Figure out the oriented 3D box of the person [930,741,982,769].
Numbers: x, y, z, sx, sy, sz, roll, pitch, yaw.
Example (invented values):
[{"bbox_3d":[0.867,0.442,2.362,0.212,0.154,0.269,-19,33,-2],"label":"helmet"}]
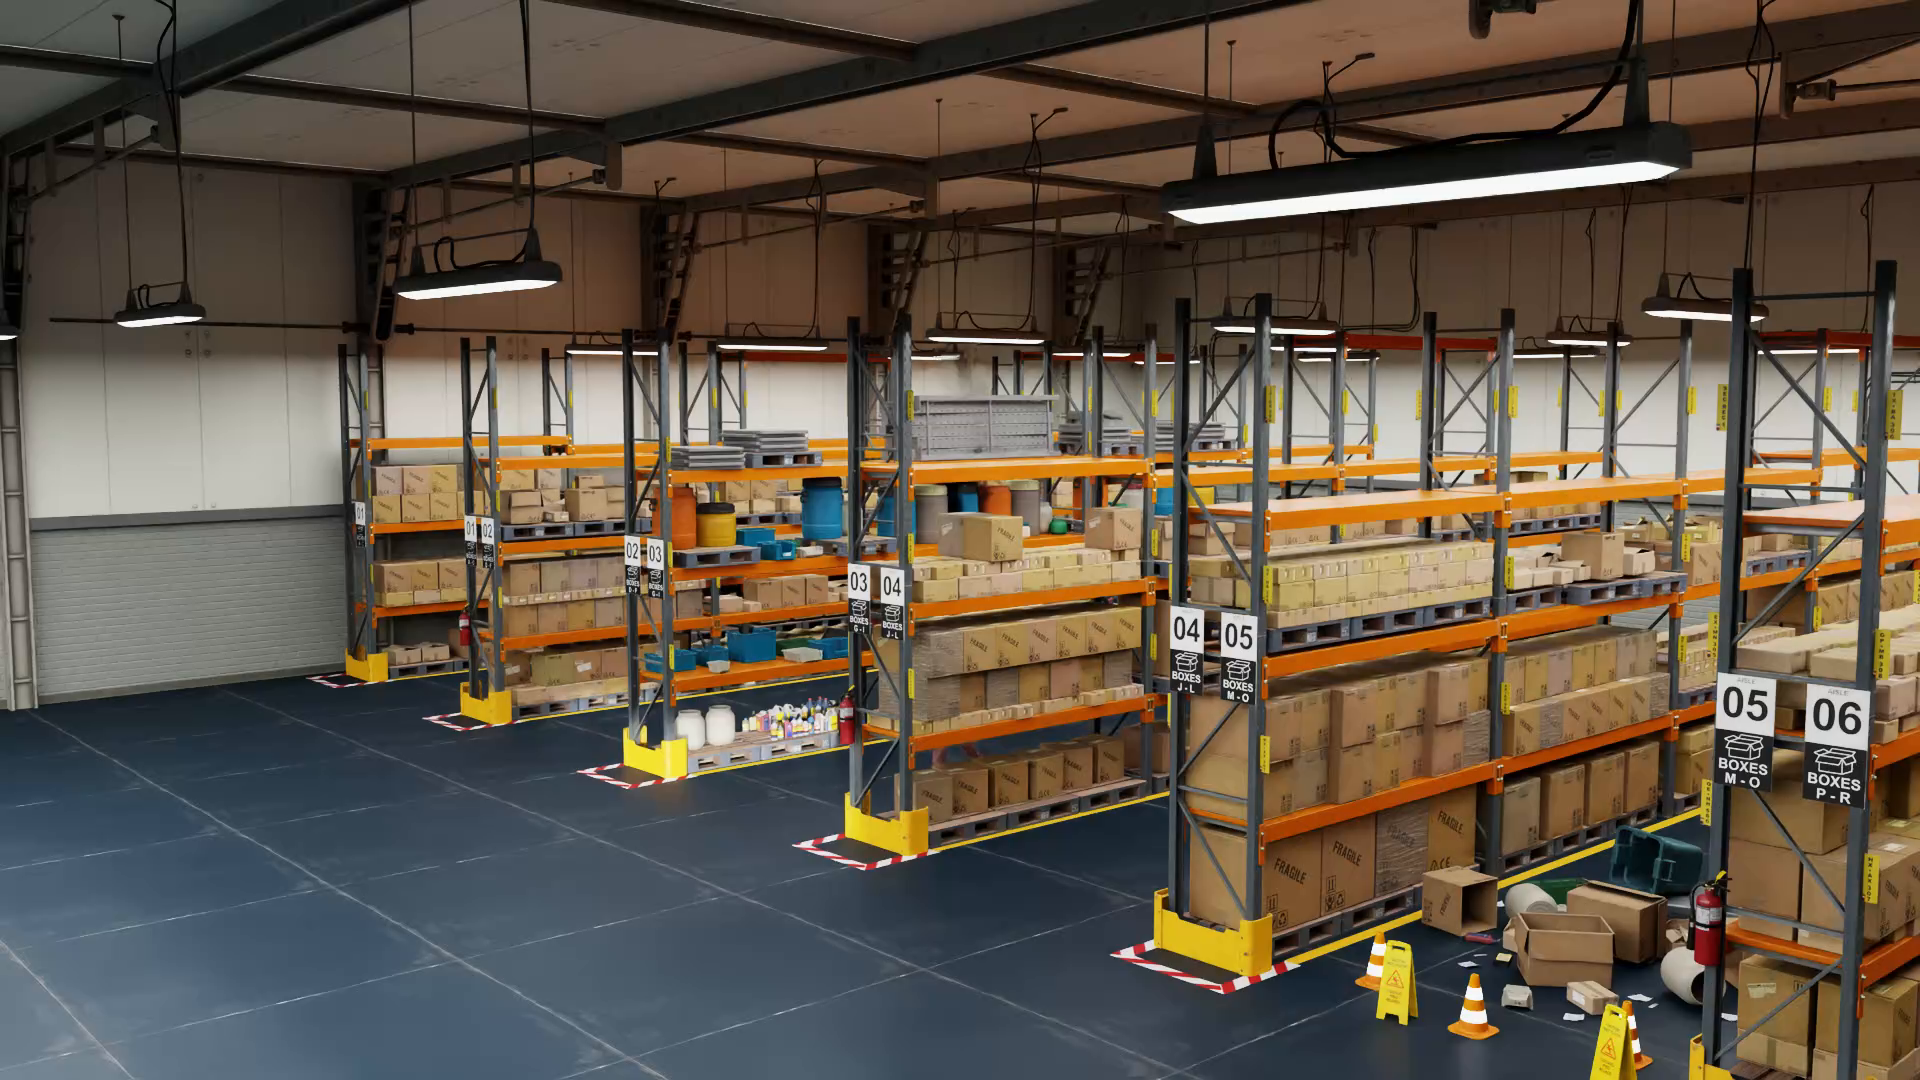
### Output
[{"bbox_3d":[-0.062,2.339,21.930,0.907,1.682,0.564,-4,7,-41],"label":"person"}]
